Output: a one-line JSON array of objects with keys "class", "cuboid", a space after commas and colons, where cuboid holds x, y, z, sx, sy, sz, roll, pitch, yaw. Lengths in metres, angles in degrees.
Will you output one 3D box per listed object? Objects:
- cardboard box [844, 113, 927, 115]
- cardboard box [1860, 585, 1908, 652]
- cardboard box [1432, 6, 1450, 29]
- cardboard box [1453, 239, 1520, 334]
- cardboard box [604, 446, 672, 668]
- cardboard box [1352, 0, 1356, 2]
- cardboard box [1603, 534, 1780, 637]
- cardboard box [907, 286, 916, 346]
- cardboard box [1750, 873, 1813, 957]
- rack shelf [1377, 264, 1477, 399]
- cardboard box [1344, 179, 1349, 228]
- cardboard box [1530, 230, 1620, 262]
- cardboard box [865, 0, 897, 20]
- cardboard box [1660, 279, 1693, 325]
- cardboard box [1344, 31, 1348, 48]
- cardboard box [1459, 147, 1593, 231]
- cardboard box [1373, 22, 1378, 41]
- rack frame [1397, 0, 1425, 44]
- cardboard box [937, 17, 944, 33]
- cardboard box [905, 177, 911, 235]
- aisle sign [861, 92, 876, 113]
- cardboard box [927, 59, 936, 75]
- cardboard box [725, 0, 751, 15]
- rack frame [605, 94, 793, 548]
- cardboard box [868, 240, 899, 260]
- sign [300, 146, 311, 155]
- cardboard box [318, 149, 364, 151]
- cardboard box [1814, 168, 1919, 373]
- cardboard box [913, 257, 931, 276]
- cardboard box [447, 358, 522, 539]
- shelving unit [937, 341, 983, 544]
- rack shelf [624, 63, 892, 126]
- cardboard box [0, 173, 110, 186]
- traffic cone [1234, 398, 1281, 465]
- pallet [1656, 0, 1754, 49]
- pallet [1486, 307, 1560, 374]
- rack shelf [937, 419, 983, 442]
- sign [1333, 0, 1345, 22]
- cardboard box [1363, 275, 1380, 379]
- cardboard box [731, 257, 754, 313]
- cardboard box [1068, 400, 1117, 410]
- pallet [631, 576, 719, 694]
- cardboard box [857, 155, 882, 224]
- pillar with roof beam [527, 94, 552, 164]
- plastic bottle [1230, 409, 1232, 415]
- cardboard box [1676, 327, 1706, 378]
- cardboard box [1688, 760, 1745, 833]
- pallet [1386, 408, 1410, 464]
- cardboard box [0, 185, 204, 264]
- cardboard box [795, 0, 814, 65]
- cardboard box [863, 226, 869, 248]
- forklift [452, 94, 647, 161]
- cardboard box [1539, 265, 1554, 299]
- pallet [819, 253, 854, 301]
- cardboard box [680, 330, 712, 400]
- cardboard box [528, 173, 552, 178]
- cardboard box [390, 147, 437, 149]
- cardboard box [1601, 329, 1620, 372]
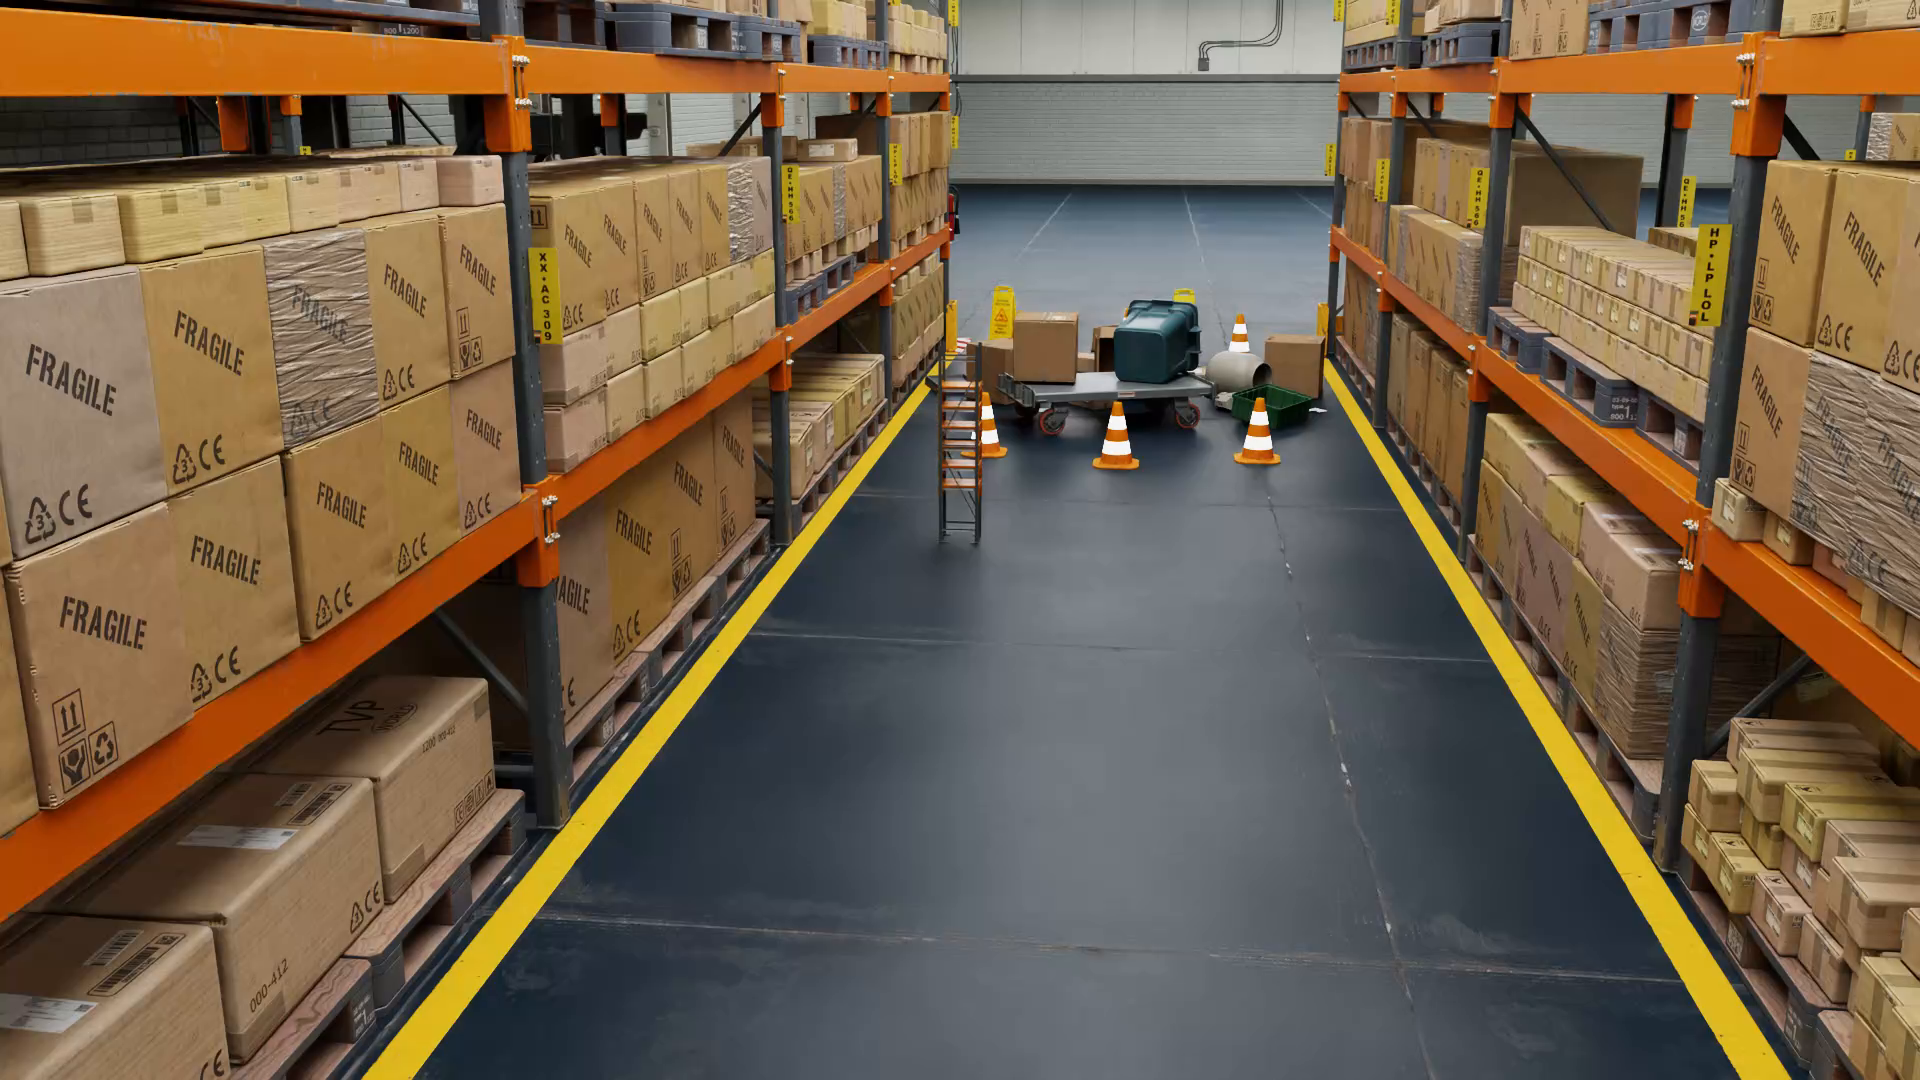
[{"class": "cardboard box", "cuboid": [-0.671, -3.651, 15.240, 0.700, 0.500, 0.500, 2, 15, 6]}, {"class": "cardboard box", "cuboid": [2.539, 0.184, 4.217, 0.380, 0.149, 0.250, 2, 15, 7]}, {"class": "cardboard box", "cuboid": [3.446, -3.572, 11.363, 0.380, 0.149, 0.250, 2, 15, 6]}, {"class": "cardboard box", "cuboid": [3.195, -1.485, 9.717, 0.500, 0.500, 0.500, 2, 15, 6]}, {"class": "cardboard box", "cuboid": [-1.885, 0.031, 7.568, 0.875, 0.875, 0.875, 2, 15, 8]}, {"class": "cardboard box", "cuboid": [3.902, -5.141, 15.641, 0.380, 0.149, 0.250, 1, 15, 5]}, {"class": "cardboard box", "cuboid": [2.793, 0.166, 6.348, 0.500, 0.250, 0.500, 1, 15, 5]}, {"class": "cardboard box", "cuboid": [-0.684, -1.991, 14.806, 0.500, 0.500, 0.500, 2, 15, 9]}, {"class": "cardboard box", "cuboid": [2.593, 1.118, 4.936, 0.380, 0.149, 0.250, 2, 15, 6]}, {"class": "rack shelf", "cuboid": [3.637, -1.484, 11.281, 1.077, 0.370, 4.000, 2, 15, 6]}, {"class": "cardboard box", "cuboid": [4.317, -3.362, 16.562, 0.875, 0.550, 0.550, 2, 15, 6]}, {"class": "cardboard box", "cuboid": [3.139, -1.497, 8.489, 0.380, 0.149, 0.250, 1, 15, 5]}, {"class": "cardboard box", "cuboid": [-0.708, -4.253, 13.352, 0.380, 0.149, 0.250, 1, 15, 5]}, {"class": "cardboard box", "cuboid": [2.872, -0.890, 6.245, 0.380, 0.149, 0.250, 1, 15, 4]}, {"class": "cardboard box", "cuboid": [3.957, -4.886, 16.222, 0.380, 0.149, 0.250, 2, 15, 7]}, {"class": "cardboard box", "cuboid": [3.583, -2.224, 10.533, 0.700, 0.500, 0.500, 1, 15, 5]}, {"class": "cardboard box", "cuboid": [3.700, -4.295, 14.038, 0.380, 0.149, 0.250, 2, 15, 7]}, {"class": "rack frame", "cuboid": [3.862, -5.246, 12.323, 1.000, 3.000, 0.127, 2, 15, 6]}, {"class": "cardboard box", "cuboid": [-0.361, -5.122, 16.565, 0.380, 0.149, 0.250, 2, 15, 7]}, {"class": "cardboard box", "cuboid": [-0.707, -2.898, 14.372, 0.500, 0.500, 0.500, 2, 15, 6]}, {"class": "aisle sign", "cuboid": [-0.917, -4.787, 17.139, 0.394, 0.787, 0.004, 2, 15, 6]}, {"class": "cardboard box", "cuboid": [-0.438, -4.599, 16.160, 0.380, 0.149, 0.250, 2, 15, 8]}, {"class": "cardboard box", "cuboid": [-1.442, -2.869, 8.282, 0.700, 0.500, 0.500, 1, 15, 3]}, {"class": "rack frame", "cuboid": [-1.519, -1.432, 9.712, 1.000, 3.000, 0.127, 2, 15, 6]}, {"class": "cardboard box", "cuboid": [-0.713, -2.420, 13.848, 0.380, 0.149, 0.250, 2, 15, 6]}, {"class": "sign", "cuboid": [-5.460, -3.122, 13.895, 0.100, 0.325, 0.005, 2, 15, 6]}, {"class": "cardboard box", "cuboid": [-6.053, -3.743, 16.252, 0.380, 0.149, 0.250, 1, 15, 5]}, {"class": "cardboard box", "cuboid": [2.623, -0.705, 4.345, 0.500, 0.500, 0.500, 1, 15, 5]}, {"class": "cardboard box", "cuboid": [-0.485, -2.611, 15.857, 0.380, 0.149, 0.250, 2, 15, 9]}, {"class": "cardboard box", "cuboid": [-1.768, -0.315, 5.389, 0.500, 0.500, 0.500, 2, 15, 7]}, {"class": "shelving unit", "cuboid": [0.002, -0.583, 10.019, 0.258, 1.200, 0.189, 2, 15, 6]}, {"class": "rack shelf", "cuboid": [-1.293, -3.051, 11.332, 1.077, 0.370, 4.000, 2, 15, 6]}, {"class": "cardboard box", "cuboid": [-2.358, -0.832, 4.141, 0.380, 0.149, 0.250, 2, 15, 6]}, {"class": "traffic cone", "cuboid": [2.211, -0.822, 12.315, 0.336, 0.463, 0.334, 2, 15, 6]}, {"class": "pallet", "cuboid": [3.135, -1.789, 5.646, 1.213, 0.211, 1.003, 2, 15, 6]}, {"class": "pallet", "cuboid": [3.437, -1.032, 8.599, 1.213, 0.211, 1.003, 2, 15, 6]}, {"class": "rack shelf", "cuboid": [0.002, -0.656, 10.000, 0.258, 0.103, 0.180, 2, 15, 6]}, {"class": "sign", "cuboid": [3.763, -5.313, 16.493, 0.100, 0.325, 0.005, 2, 15, 6]}, {"class": "cardboard box", "cuboid": [4.101, -1.922, 14.789, 0.875, 0.875, 0.875, 2, 15, 7]}, {"class": "cardboard box", "cuboid": [-1.375, -1.335, 8.681, 0.500, 0.250, 0.500, 1, 15, 5]}, {"class": "cardboard box", "cuboid": [1.157, -1.298, 14.453, 0.258, 0.266, 0.396, -10, 18, -32]}, {"class": "pallet", "cuboid": [-1.823, 0.432, 8.161, 1.003, 0.211, 1.213, 2, 15, 6]}, {"class": "cardboard box", "cuboid": [-0.891, -2.737, 12.973, 0.500, 0.500, 0.500, 1, 15, 5]}, {"class": "pillar with roof beam", "cuboid": [-1.568, -7.823, 21.855, 9.100, 9.000, 0.400, 2, 15, 6]}, {"class": "plastic bottle", "cuboid": [2.394, -1.048, 13.919, 0.133, 0.061, 0.283, -6, 16, -23]}, {"class": "cardboard box", "cuboid": [2.837, -0.677, 6.028, 0.380, 0.149, 0.250, 2, 15, 7]}, {"class": "cardboard box", "cuboid": [2.601, 0.839, 5.398, 0.380, 0.149, 0.250, 2, 15, 9]}, {"class": "pallet", "cuboid": [3.850, -0.801, 12.722, 1.003, 0.211, 1.213, 2, 15, 6]}, {"class": "cardboard box", "cuboid": [-1.889, -0.686, 3.603, 0.380, 0.149, 0.250, 1, 15, 5]}, {"class": "cardboard box", "cuboid": [-1.375, -3.326, 10.773, 0.797, 0.503, 0.637, 2, 15, 6]}, {"class": "cardboard box", "cuboid": [-0.892, -2.274, 12.500, 0.380, 0.149, 0.250, 1, 15, 5]}, {"class": "forklift", "cuboid": [-2.843, -1.981, 11.873, 1.130, 2.935, 3.031, 2, 15, 7]}, {"class": "cardboard box", "cuboid": [3.102, -1.278, 8.250, 0.380, 0.149, 0.250, 1, 15, 5]}, {"class": "pallet", "cuboid": [-1.336, -1.854, 11.640, 1.003, 0.211, 1.213, 2, 15, 6]}, {"class": "cardboard box", "cuboid": [-1.462, -0.825, 7.753, 0.500, 0.250, 0.500, 1, 15, 5]}, {"class": "cardboard box", "cuboid": [-2.041, -1.314, 7.168, 0.500, 0.500, 0.500, 2, 15, 8]}, {"class": "cardboard box", "cuboid": [-5.481, -3.862, 16.694, 0.380, 0.149, 0.250, 2, 15, 7]}, {"class": "cardboard box", "cuboid": [2.952, -0.803, 7.063, 0.380, 0.149, 0.250, 2, 15, 9]}]
